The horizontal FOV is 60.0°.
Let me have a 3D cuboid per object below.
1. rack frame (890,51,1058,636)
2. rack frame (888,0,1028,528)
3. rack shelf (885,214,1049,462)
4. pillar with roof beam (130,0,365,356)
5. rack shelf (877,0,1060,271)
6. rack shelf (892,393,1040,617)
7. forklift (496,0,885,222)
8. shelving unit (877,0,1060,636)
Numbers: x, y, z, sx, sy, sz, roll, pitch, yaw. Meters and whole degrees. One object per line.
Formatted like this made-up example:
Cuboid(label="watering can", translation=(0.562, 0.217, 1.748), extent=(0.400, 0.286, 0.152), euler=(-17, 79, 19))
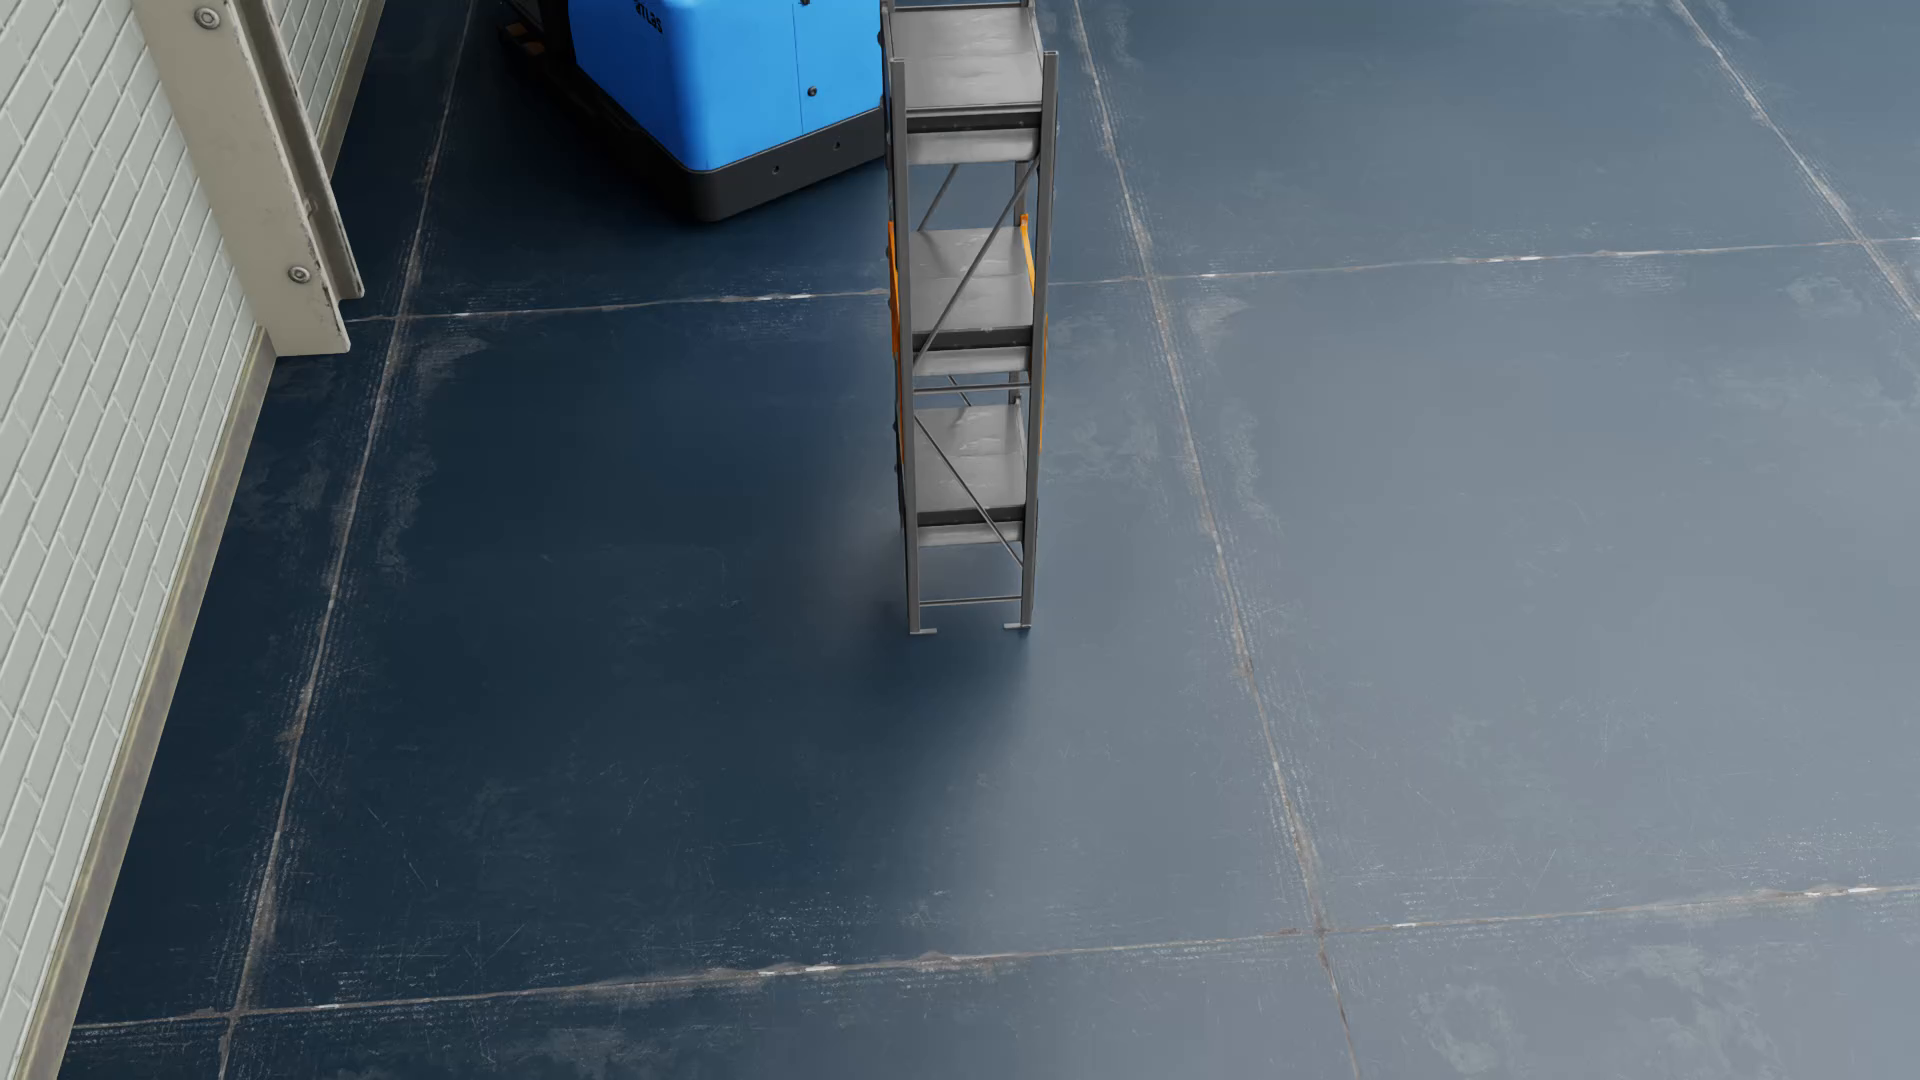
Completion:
Cuboid(label="rack frame", translation=(0.034, -0.426, 4.707), extent=(0.400, 2.100, 0.015), euler=(-3, 47, -3))
Cuboid(label="rack frame", translation=(-0.007, -0.779, 5.041), extent=(0.400, 2.100, 0.015), euler=(-3, 47, -3))
Cuboid(label="rack shelf", translation=(0.014, -0.593, 4.884), extent=(0.431, 0.518, 0.480), euler=(-3, 47, -3))
Cuboid(label="pillar with roof beam", translation=(1.752, -4.217, 3.546), extent=(9.100, 9.000, 0.400), euler=(-3, 47, -3))
Cuboid(label="rack shelf", translation=(0.014, -1.074, 4.376), extent=(0.431, 0.518, 0.480), euler=(-3, 47, -3))
Cuboid(label="rack shelf", translation=(0.014, -0.112, 5.392), extent=(0.431, 0.518, 0.480), euler=(-3, 47, -3))
Cuboid(label="forklift", translation=(-1.529, -3.363, 6.916), extent=(1.130, 2.935, 3.031), euler=(-28, 52, -24))
Cuboid(label="shelving unit", translation=(0.014, -0.602, 4.874), extent=(0.431, 2.100, 0.503), euler=(-3, 47, -3))
